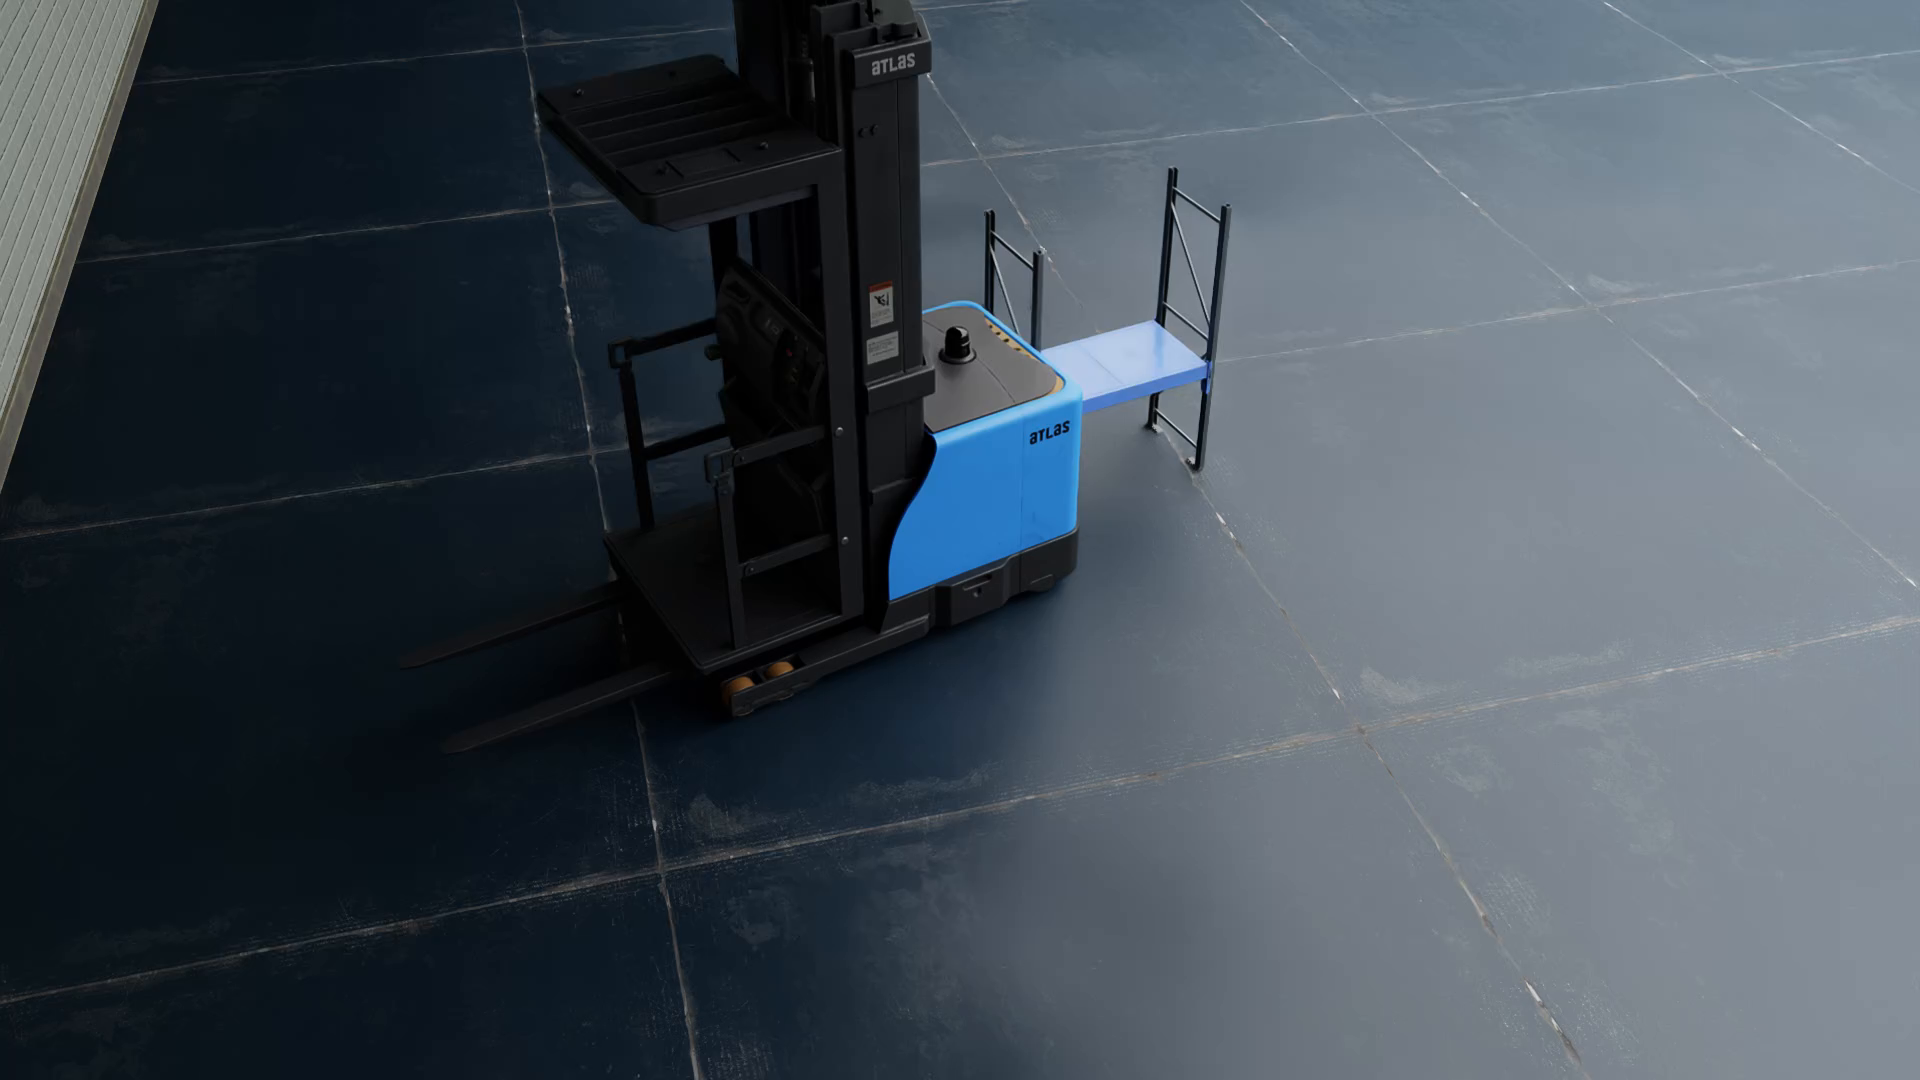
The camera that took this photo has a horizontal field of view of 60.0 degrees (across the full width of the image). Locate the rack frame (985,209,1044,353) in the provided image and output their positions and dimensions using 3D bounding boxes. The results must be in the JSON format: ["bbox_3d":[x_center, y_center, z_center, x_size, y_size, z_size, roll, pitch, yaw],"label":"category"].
[{"bbox_3d":[0.248,-0.816,8.062,0.032,1.500,0.500,-17,41,-21],"label":"rack frame"}]

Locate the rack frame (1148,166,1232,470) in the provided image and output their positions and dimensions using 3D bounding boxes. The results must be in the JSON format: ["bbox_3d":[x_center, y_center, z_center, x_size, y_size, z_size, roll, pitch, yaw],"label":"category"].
[{"bbox_3d":[1.151,-1.100,8.434,0.032,1.500,0.500,-17,41,-21],"label":"rack frame"}]

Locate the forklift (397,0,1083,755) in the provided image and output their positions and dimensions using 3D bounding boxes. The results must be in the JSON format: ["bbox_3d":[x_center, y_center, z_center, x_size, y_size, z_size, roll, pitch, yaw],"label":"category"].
[{"bbox_3d":[-0.966,-0.769,6.822,3.031,2.935,1.130,-20,42,-24],"label":"forklift"}]

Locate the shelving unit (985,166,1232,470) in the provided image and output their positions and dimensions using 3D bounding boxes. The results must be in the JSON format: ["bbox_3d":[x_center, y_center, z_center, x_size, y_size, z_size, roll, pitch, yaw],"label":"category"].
[{"bbox_3d":[0.699,-0.958,8.248,1.048,1.500,0.538,-17,41,-21],"label":"shelving unit"}]

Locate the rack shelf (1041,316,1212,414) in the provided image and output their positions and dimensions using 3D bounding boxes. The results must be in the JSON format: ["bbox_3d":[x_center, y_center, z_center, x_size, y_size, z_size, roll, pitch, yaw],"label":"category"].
[{"bbox_3d":[0.699,-0.815,8.357,1.000,0.185,0.538,-17,41,-21],"label":"rack shelf"}]
